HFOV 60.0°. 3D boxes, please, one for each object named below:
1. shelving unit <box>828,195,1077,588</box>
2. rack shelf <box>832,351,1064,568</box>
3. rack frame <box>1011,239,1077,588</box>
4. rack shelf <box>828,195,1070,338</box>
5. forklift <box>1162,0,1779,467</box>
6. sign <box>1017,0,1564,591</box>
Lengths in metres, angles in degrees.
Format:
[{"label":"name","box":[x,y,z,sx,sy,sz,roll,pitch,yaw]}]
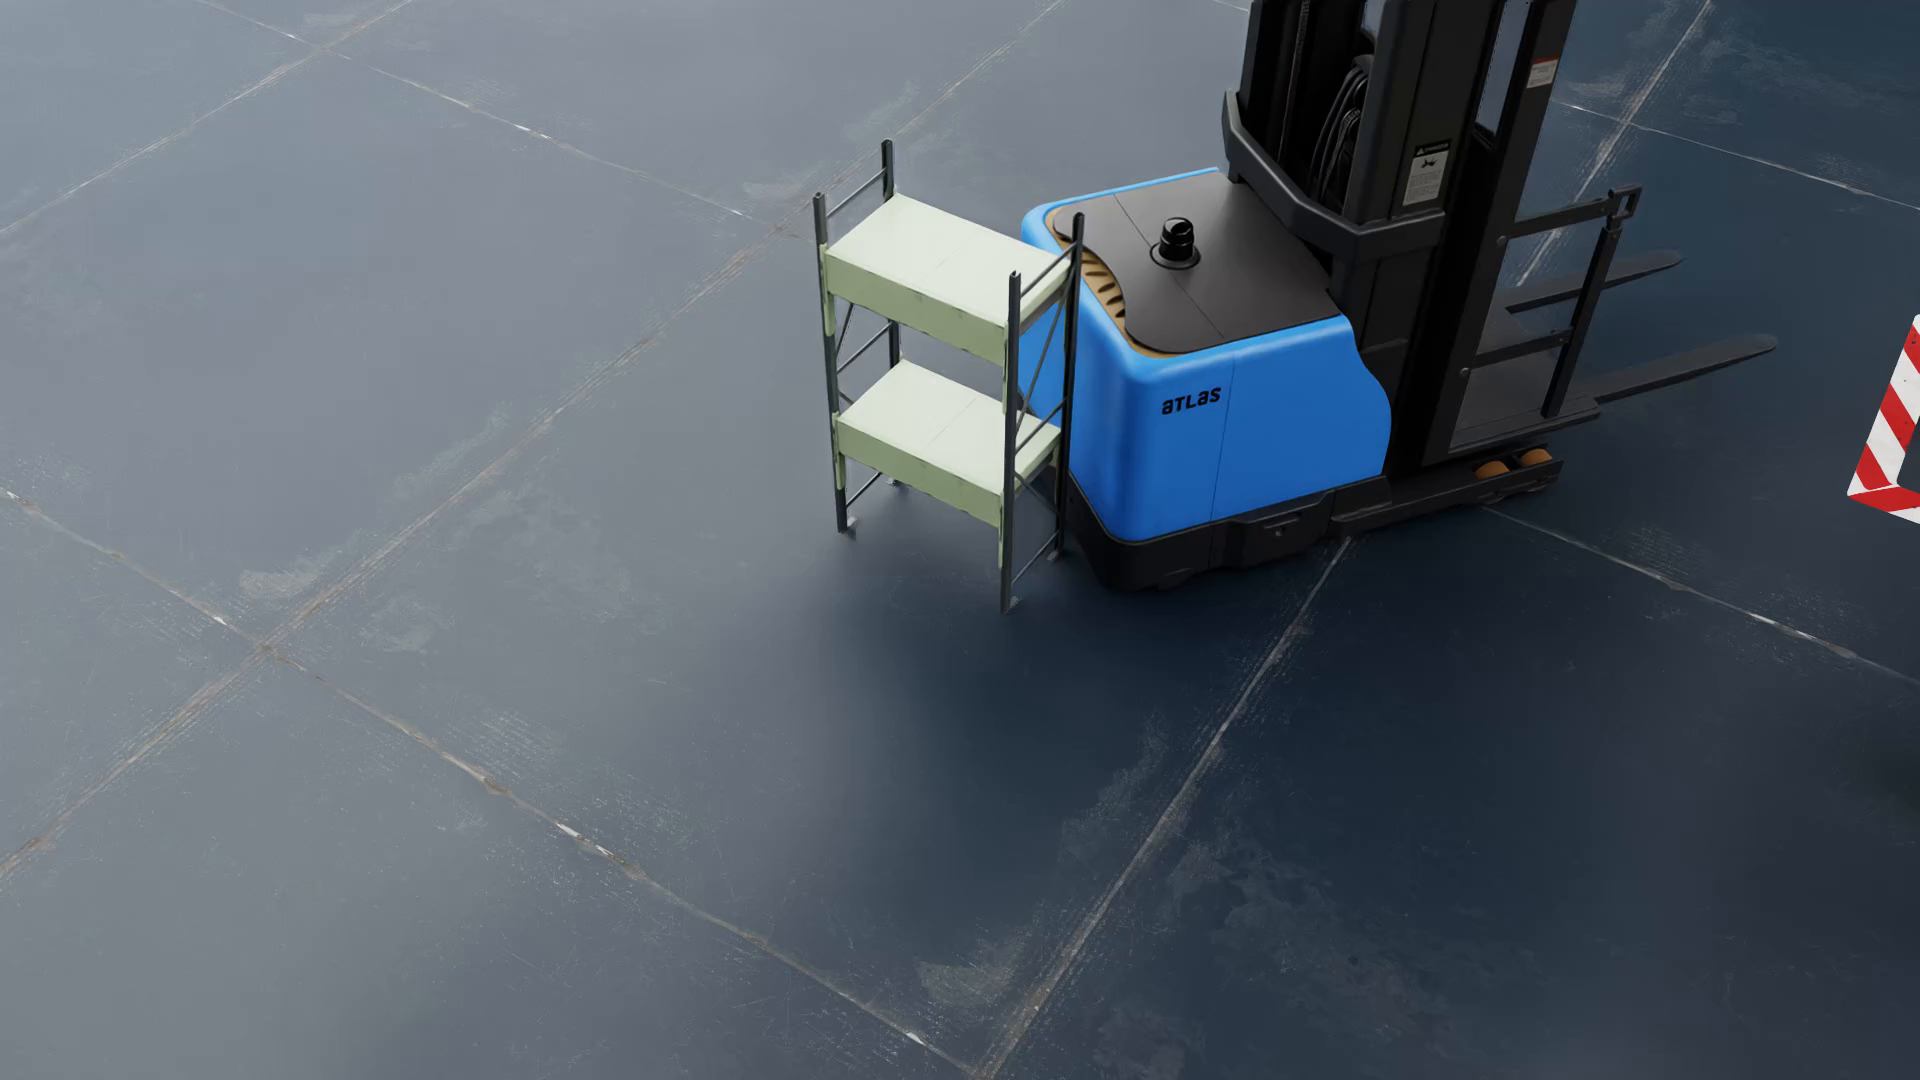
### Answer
[{"label":"shelving unit","box":[-0.033,-0.520,5.709,0.731,1.308,0.431,26,51,23]},{"label":"rack shelf","box":[-0.038,-0.295,5.945,0.720,0.370,0.431,26,51,23]},{"label":"rack frame","box":[0.265,-0.374,5.568,0.010,1.308,0.380,26,51,23]},{"label":"rack shelf","box":[-0.038,-0.862,5.361,0.686,0.124,0.368,26,51,23]},{"label":"forklift","box":[1.777,-1.498,5.662,3.031,2.935,1.121,-15,48,-14]},{"label":"sign","box":[1.234,-1.318,5.560,2.025,2.768,2.177,25,51,22]}]
